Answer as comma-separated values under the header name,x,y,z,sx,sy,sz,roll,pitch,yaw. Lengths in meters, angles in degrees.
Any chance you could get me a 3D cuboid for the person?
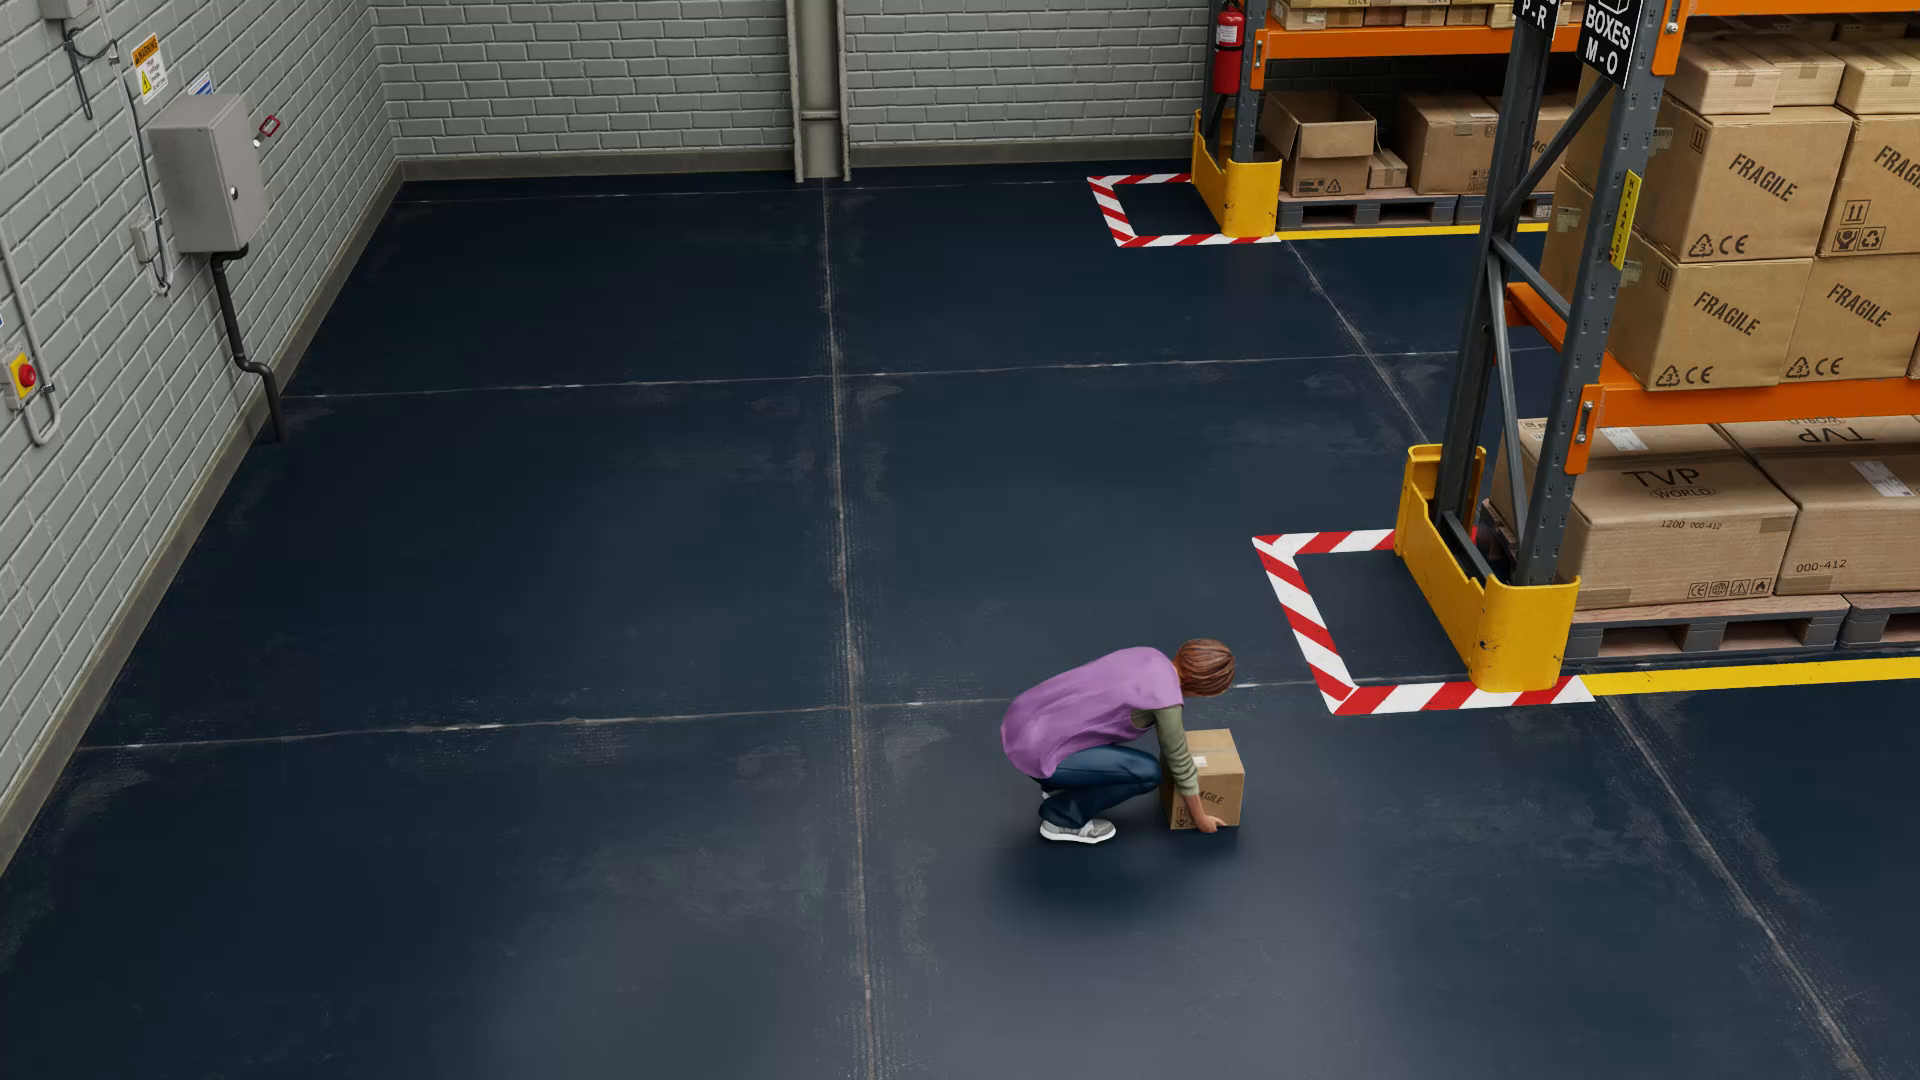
name,x,y,z,sx,sy,sz,roll,pitch,yaw
person,0.553,0.733,5.900,0.832,0.746,0.430,-3,32,-5
